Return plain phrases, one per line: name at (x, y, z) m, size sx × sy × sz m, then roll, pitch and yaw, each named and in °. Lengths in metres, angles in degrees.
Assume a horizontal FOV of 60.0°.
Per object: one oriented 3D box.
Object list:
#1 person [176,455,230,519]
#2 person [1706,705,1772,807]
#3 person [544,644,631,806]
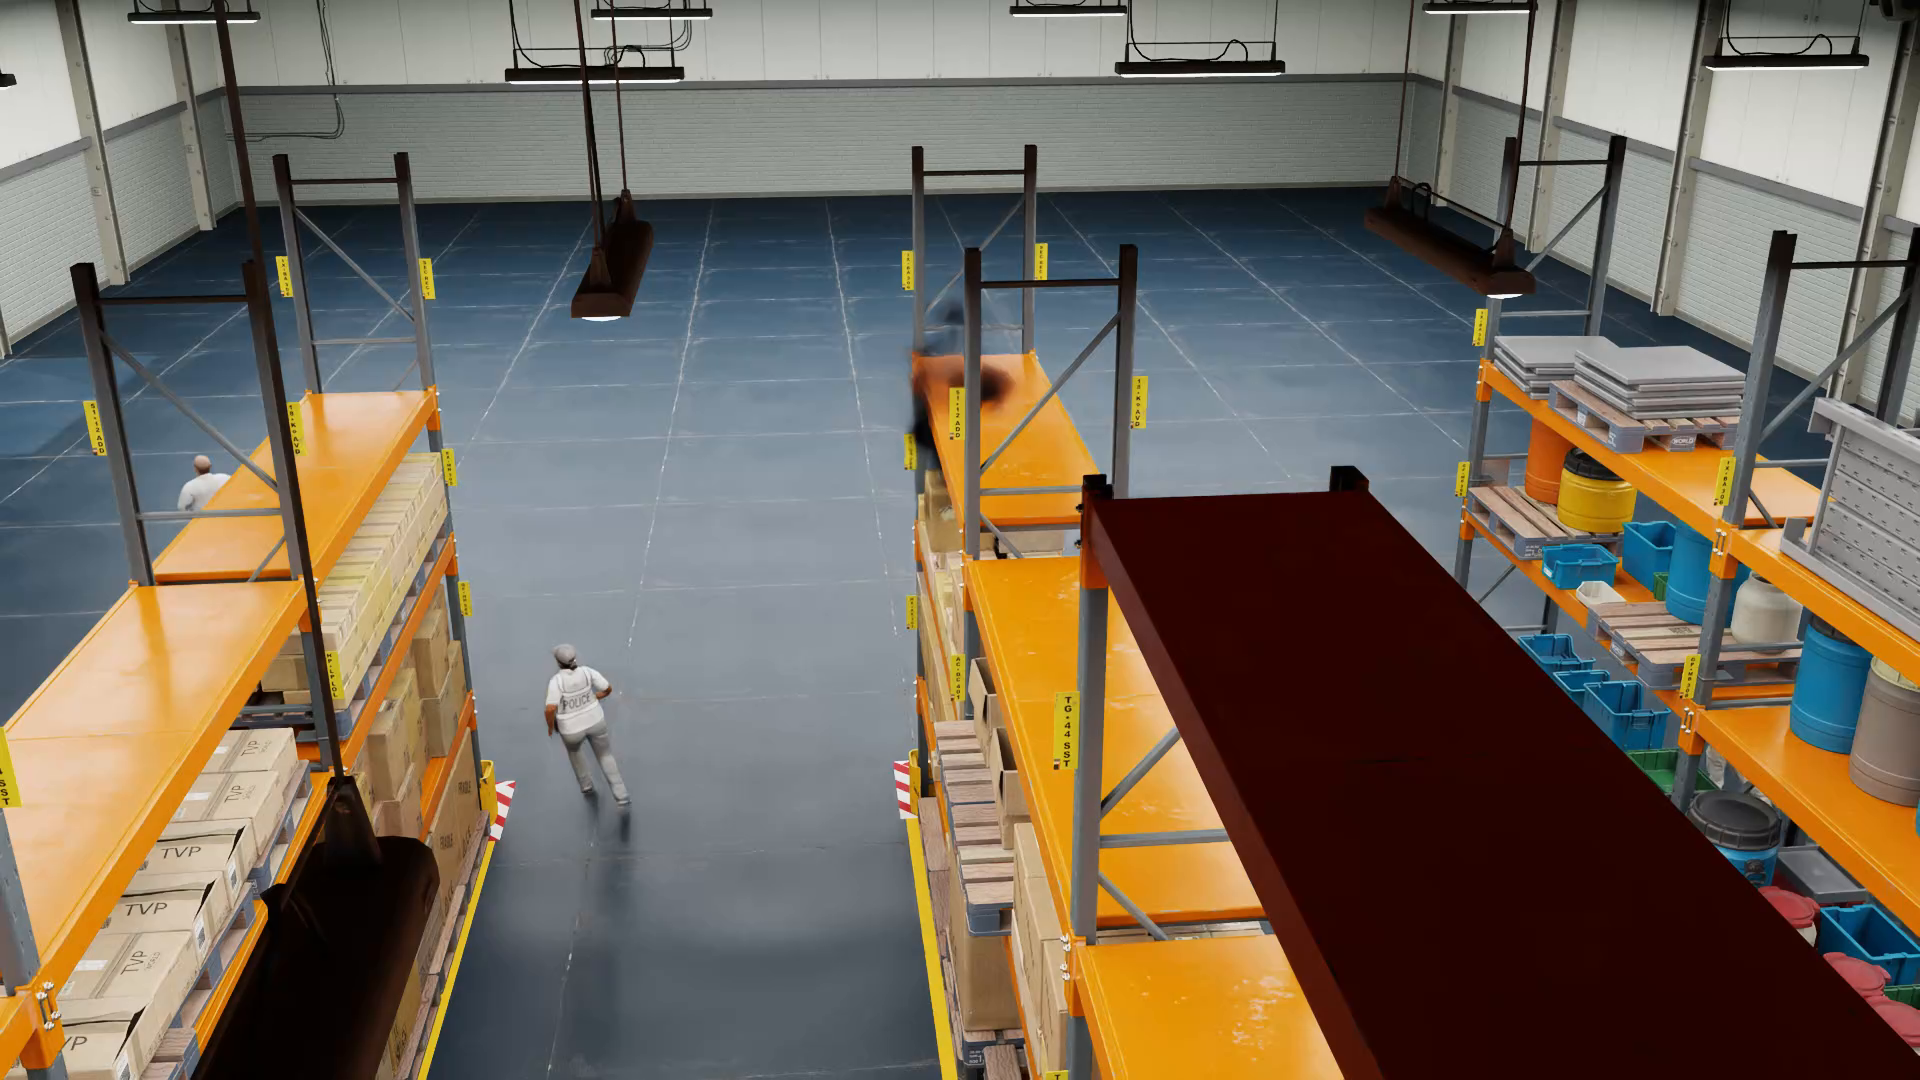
person at (-8.788, -0.157, 19.548) m, size 1.047 × 1.771 × 0.699 m, roll 17°, pitch 27°, yaw 36°
person at (6.986, 1.729, 14.864) m, size 0.686 × 1.792 × 0.839 m, roll -8°, pitch 23°, yaw -19°
person at (-3.455, 1.704, 15.125) m, size 0.694 × 1.686 × 0.846 m, roll -11°, pitch 24°, yaw -25°
